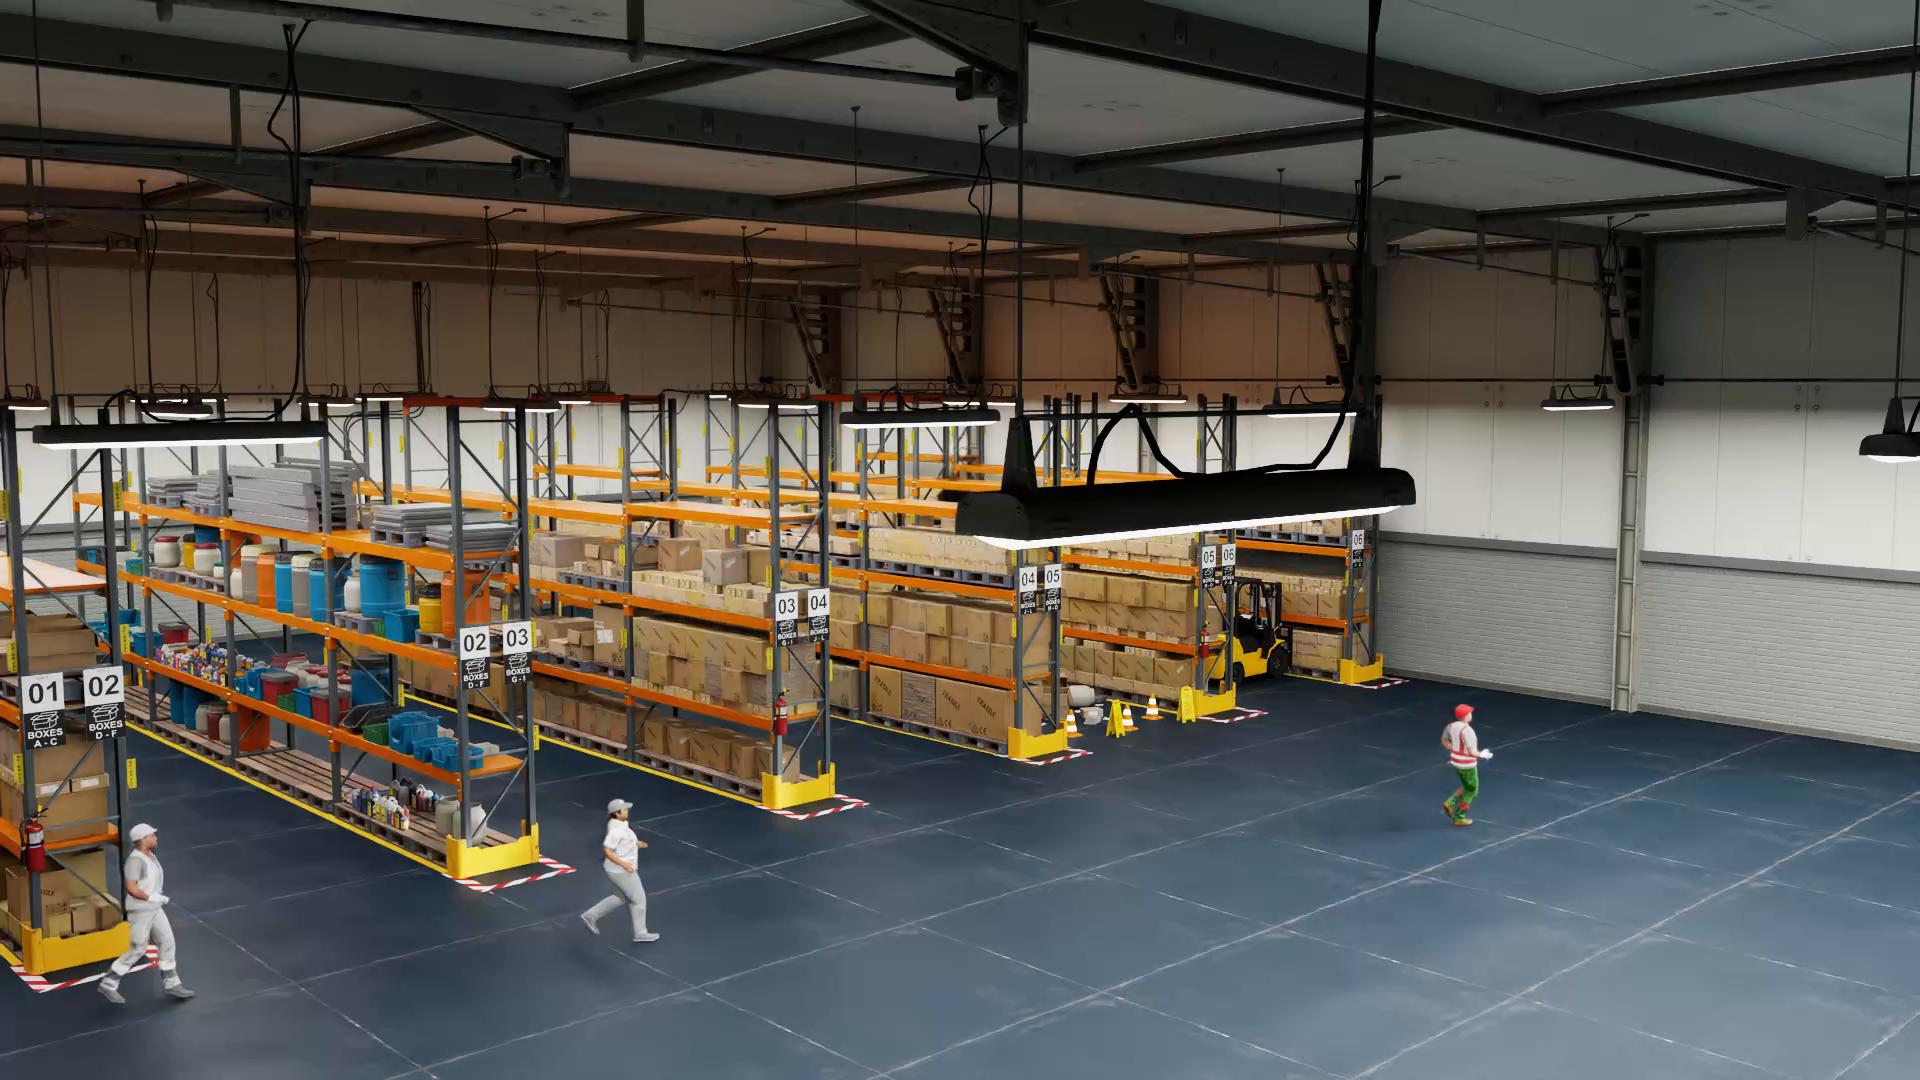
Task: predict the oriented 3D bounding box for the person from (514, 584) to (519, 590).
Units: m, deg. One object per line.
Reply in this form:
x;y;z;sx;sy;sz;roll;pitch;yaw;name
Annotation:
-10.844;1.675;40.090;0.552;1.564;0.476;4;7;39;person

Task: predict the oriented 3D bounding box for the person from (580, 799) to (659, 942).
-3.825;3.708;18.653;0.862;1.637;0.619;-2;6;-17;person

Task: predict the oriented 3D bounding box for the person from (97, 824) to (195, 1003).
-8.300;3.785;17.024;0.896;1.772;0.725;-1;6;-9;person

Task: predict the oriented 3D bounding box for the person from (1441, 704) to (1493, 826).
7.180;3.179;23.587;0.598;1.740;0.648;-1;6;-12;person
